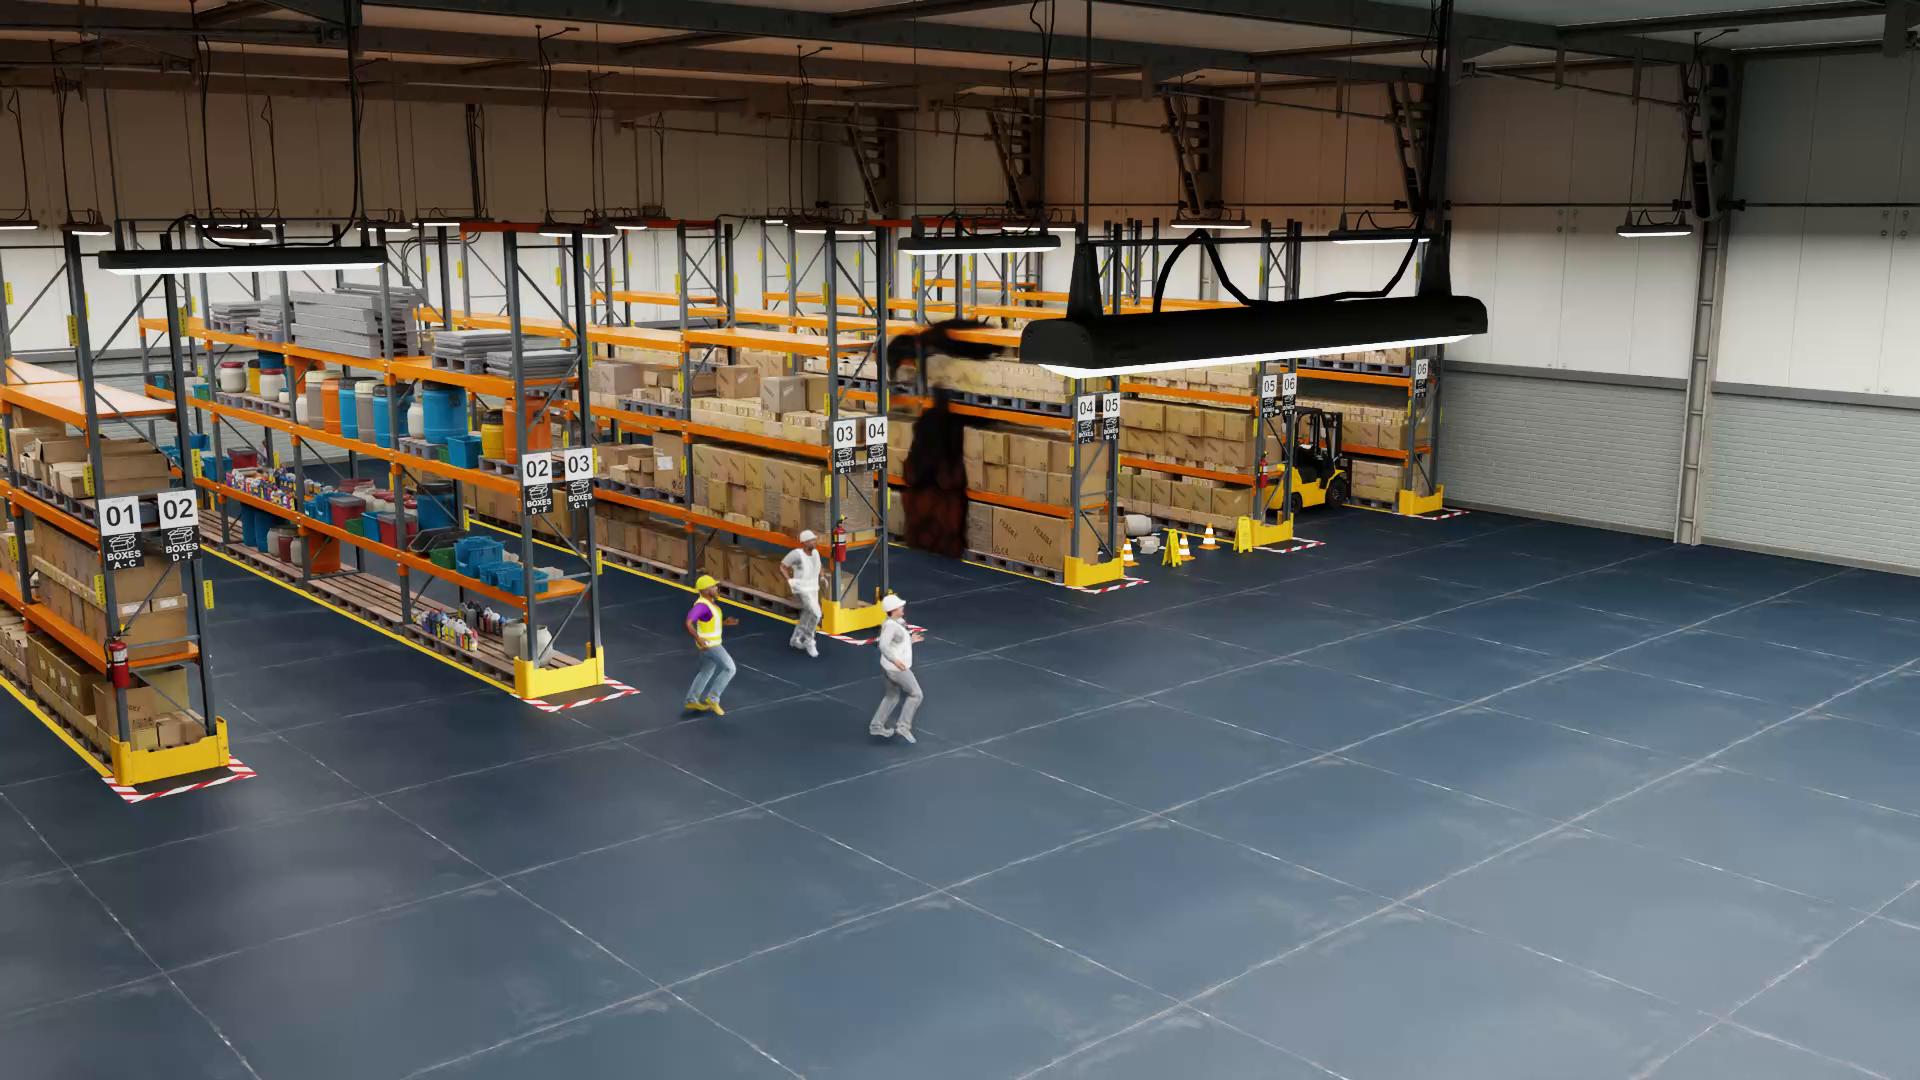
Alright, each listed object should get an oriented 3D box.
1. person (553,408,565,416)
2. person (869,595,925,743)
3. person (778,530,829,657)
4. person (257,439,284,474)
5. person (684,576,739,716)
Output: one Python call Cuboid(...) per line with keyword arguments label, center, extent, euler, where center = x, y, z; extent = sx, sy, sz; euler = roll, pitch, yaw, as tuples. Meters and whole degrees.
Cuboid(label="person", center=(-9.447, -2.388, 39.387), extent=(0.669, 1.808, 0.672), euler=(-4, 12, -18))
Cuboid(label="person", center=(-0.739, 1.541, 19.812), extent=(0.706, 1.820, 0.638), euler=(-3, 12, -16))
Cuboid(label="person", center=(-2.186, 0.750, 23.727), extent=(0.676, 1.800, 0.688), euler=(7, 13, 32))
Cuboid(label="person", center=(-14.420, -1.358, 34.701), extent=(0.687, 1.576, 0.671), euler=(3, 12, 14))
Cuboid(label="person", center=(-3.123, 1.322, 20.874), extent=(0.711, 1.783, 0.670), euler=(-2, 12, -9))
